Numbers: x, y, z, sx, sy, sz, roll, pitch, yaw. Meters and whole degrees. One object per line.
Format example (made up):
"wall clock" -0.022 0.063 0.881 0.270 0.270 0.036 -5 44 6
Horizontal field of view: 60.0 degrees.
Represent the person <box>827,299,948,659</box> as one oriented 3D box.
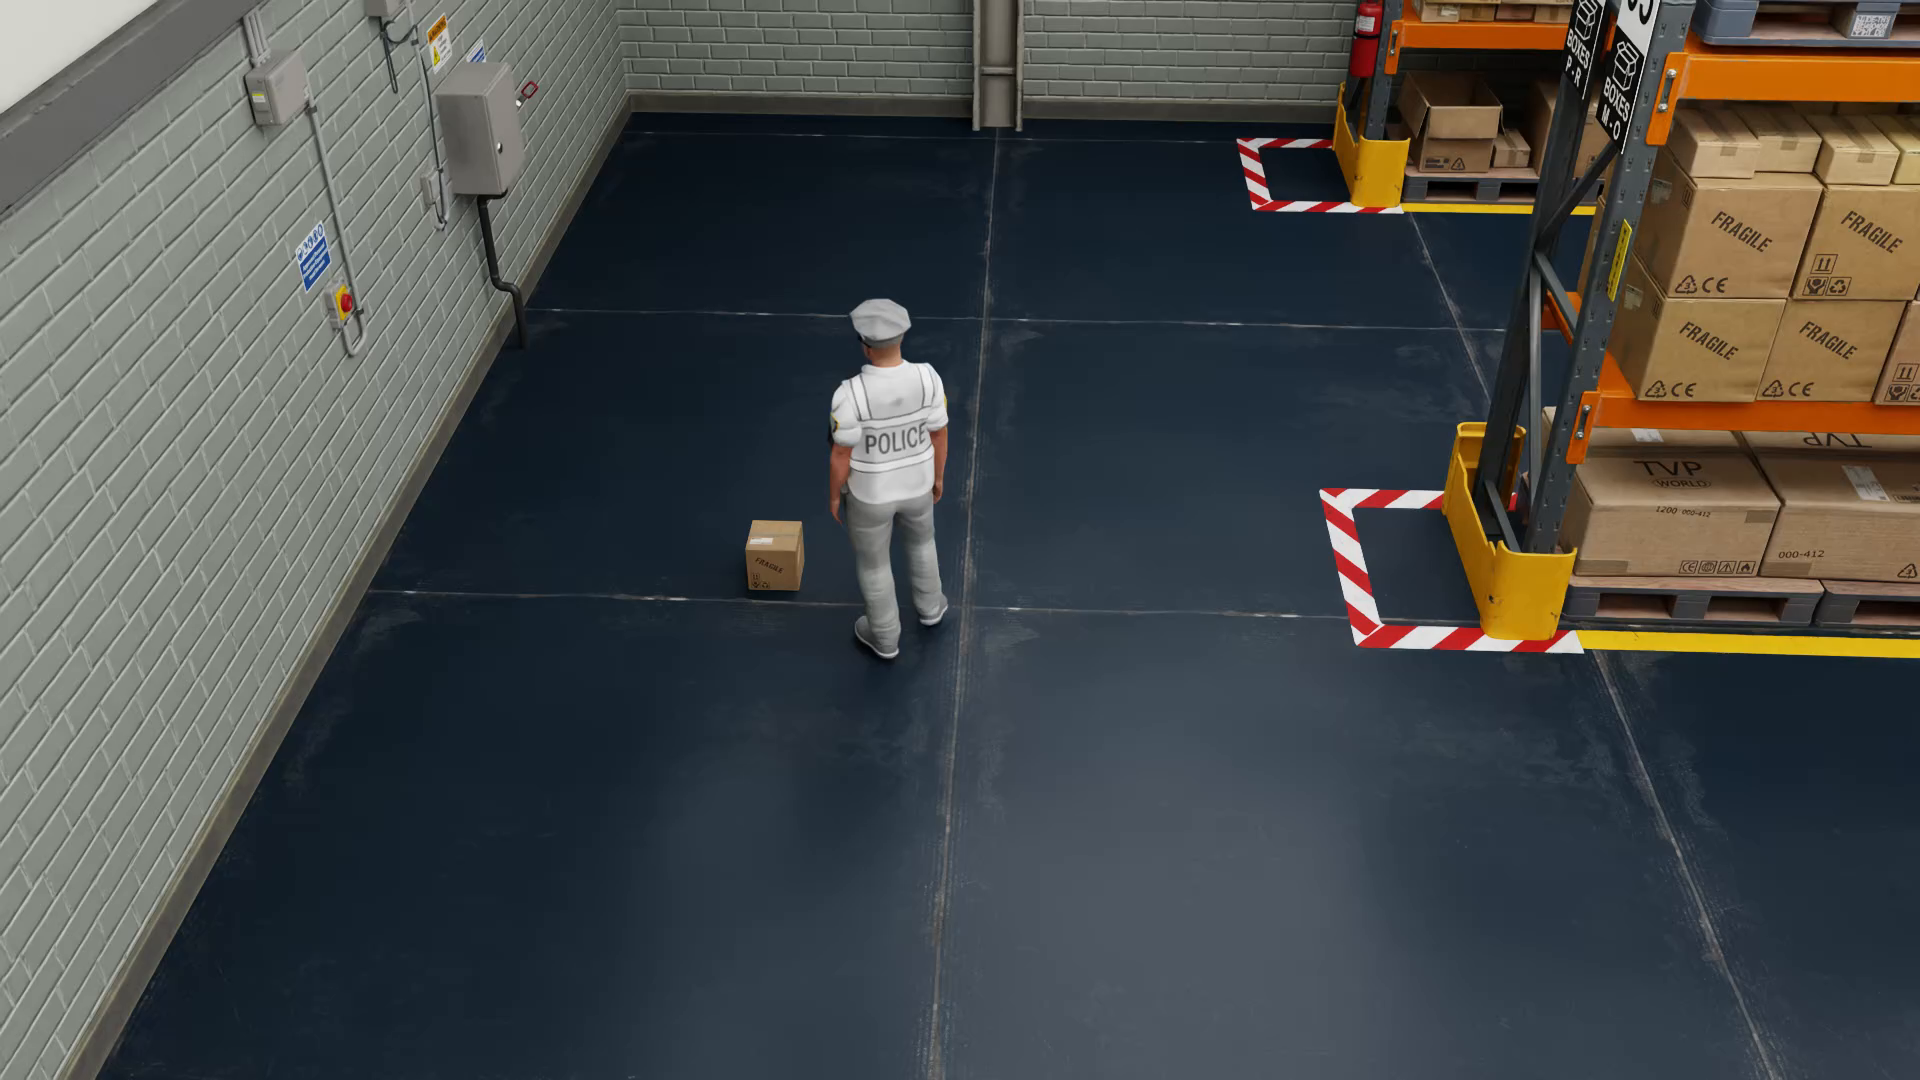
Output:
"person" -0.290 -0.261 7.501 0.650 1.805 0.433 -16 39 -22
